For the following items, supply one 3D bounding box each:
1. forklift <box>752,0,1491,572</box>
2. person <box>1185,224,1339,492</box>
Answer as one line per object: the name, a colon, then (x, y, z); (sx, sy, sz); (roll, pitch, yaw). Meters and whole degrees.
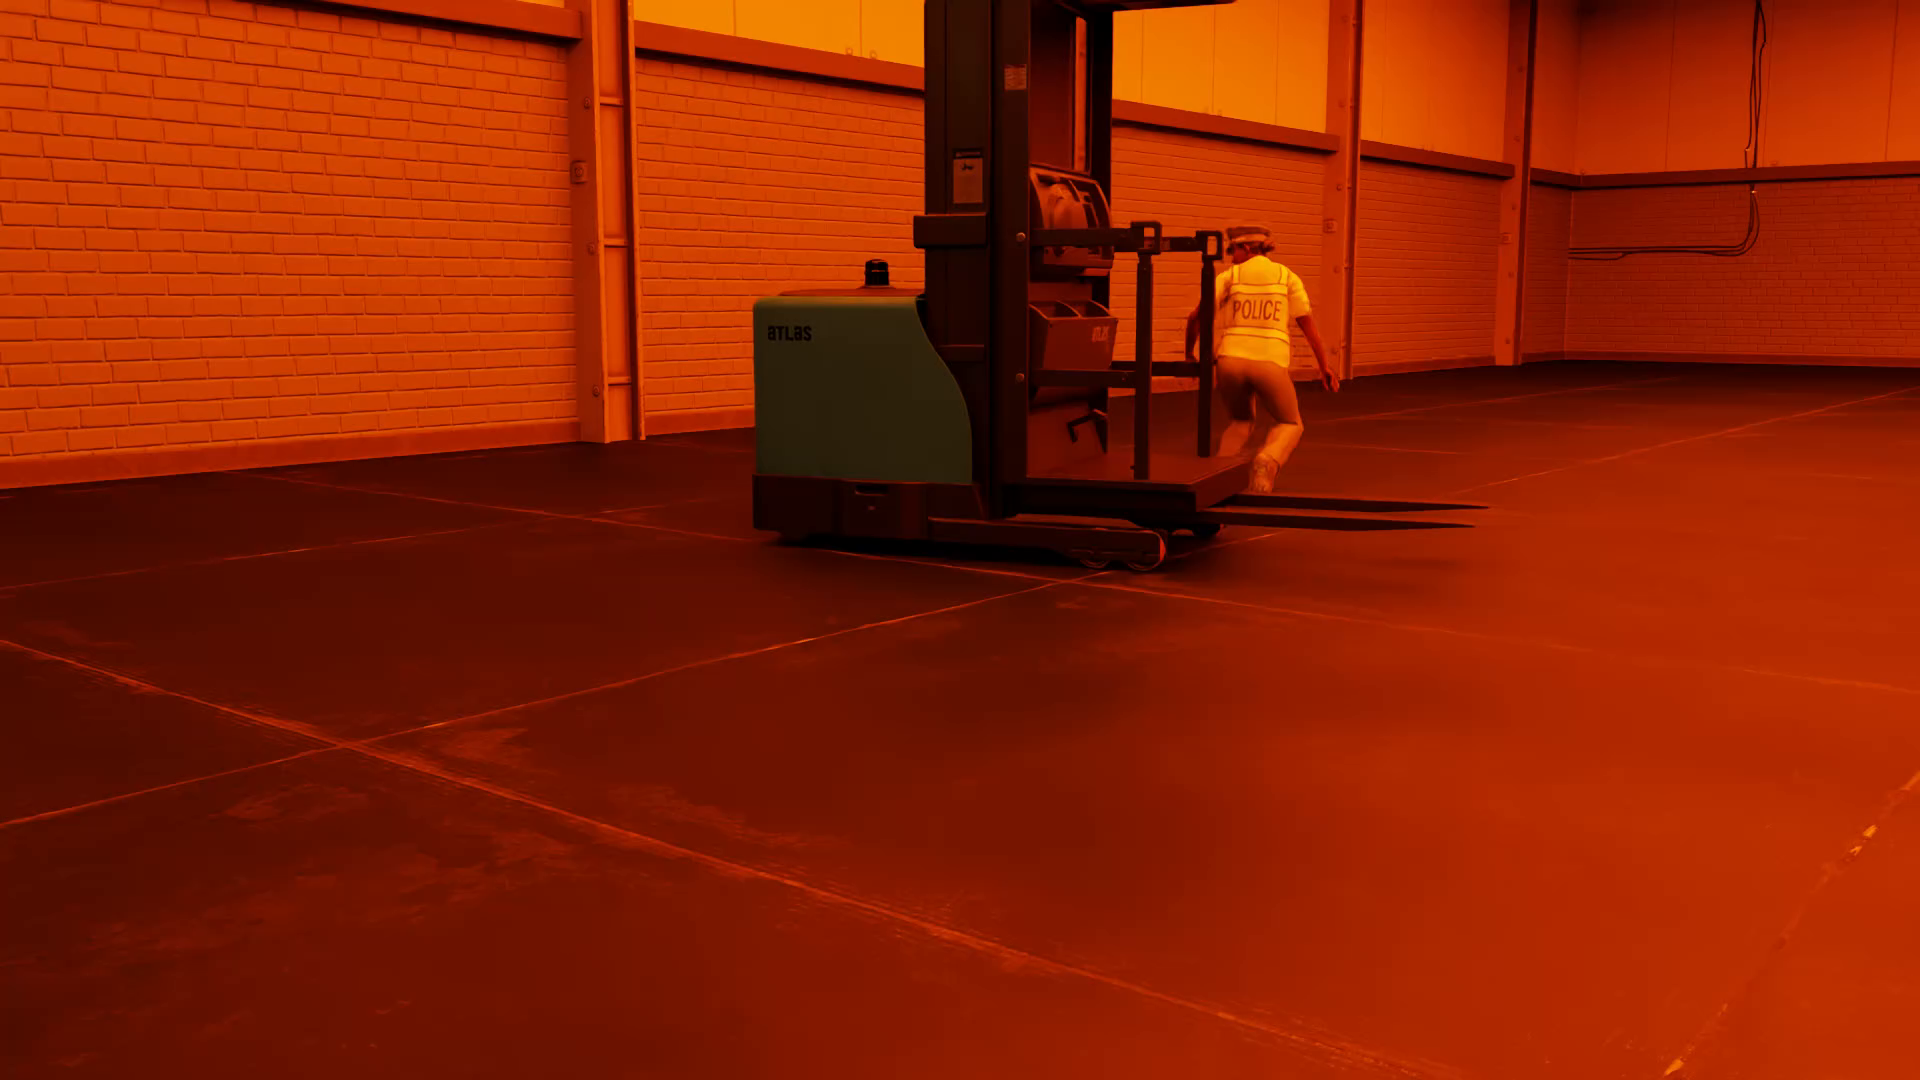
forklift: (0.661, -1.413, 6.938); (3.031, 2.935, 1.130); (3, 9, 22)
person: (1.592, -0.934, 8.842); (0.833, 1.477, 0.573); (3, 9, 18)
